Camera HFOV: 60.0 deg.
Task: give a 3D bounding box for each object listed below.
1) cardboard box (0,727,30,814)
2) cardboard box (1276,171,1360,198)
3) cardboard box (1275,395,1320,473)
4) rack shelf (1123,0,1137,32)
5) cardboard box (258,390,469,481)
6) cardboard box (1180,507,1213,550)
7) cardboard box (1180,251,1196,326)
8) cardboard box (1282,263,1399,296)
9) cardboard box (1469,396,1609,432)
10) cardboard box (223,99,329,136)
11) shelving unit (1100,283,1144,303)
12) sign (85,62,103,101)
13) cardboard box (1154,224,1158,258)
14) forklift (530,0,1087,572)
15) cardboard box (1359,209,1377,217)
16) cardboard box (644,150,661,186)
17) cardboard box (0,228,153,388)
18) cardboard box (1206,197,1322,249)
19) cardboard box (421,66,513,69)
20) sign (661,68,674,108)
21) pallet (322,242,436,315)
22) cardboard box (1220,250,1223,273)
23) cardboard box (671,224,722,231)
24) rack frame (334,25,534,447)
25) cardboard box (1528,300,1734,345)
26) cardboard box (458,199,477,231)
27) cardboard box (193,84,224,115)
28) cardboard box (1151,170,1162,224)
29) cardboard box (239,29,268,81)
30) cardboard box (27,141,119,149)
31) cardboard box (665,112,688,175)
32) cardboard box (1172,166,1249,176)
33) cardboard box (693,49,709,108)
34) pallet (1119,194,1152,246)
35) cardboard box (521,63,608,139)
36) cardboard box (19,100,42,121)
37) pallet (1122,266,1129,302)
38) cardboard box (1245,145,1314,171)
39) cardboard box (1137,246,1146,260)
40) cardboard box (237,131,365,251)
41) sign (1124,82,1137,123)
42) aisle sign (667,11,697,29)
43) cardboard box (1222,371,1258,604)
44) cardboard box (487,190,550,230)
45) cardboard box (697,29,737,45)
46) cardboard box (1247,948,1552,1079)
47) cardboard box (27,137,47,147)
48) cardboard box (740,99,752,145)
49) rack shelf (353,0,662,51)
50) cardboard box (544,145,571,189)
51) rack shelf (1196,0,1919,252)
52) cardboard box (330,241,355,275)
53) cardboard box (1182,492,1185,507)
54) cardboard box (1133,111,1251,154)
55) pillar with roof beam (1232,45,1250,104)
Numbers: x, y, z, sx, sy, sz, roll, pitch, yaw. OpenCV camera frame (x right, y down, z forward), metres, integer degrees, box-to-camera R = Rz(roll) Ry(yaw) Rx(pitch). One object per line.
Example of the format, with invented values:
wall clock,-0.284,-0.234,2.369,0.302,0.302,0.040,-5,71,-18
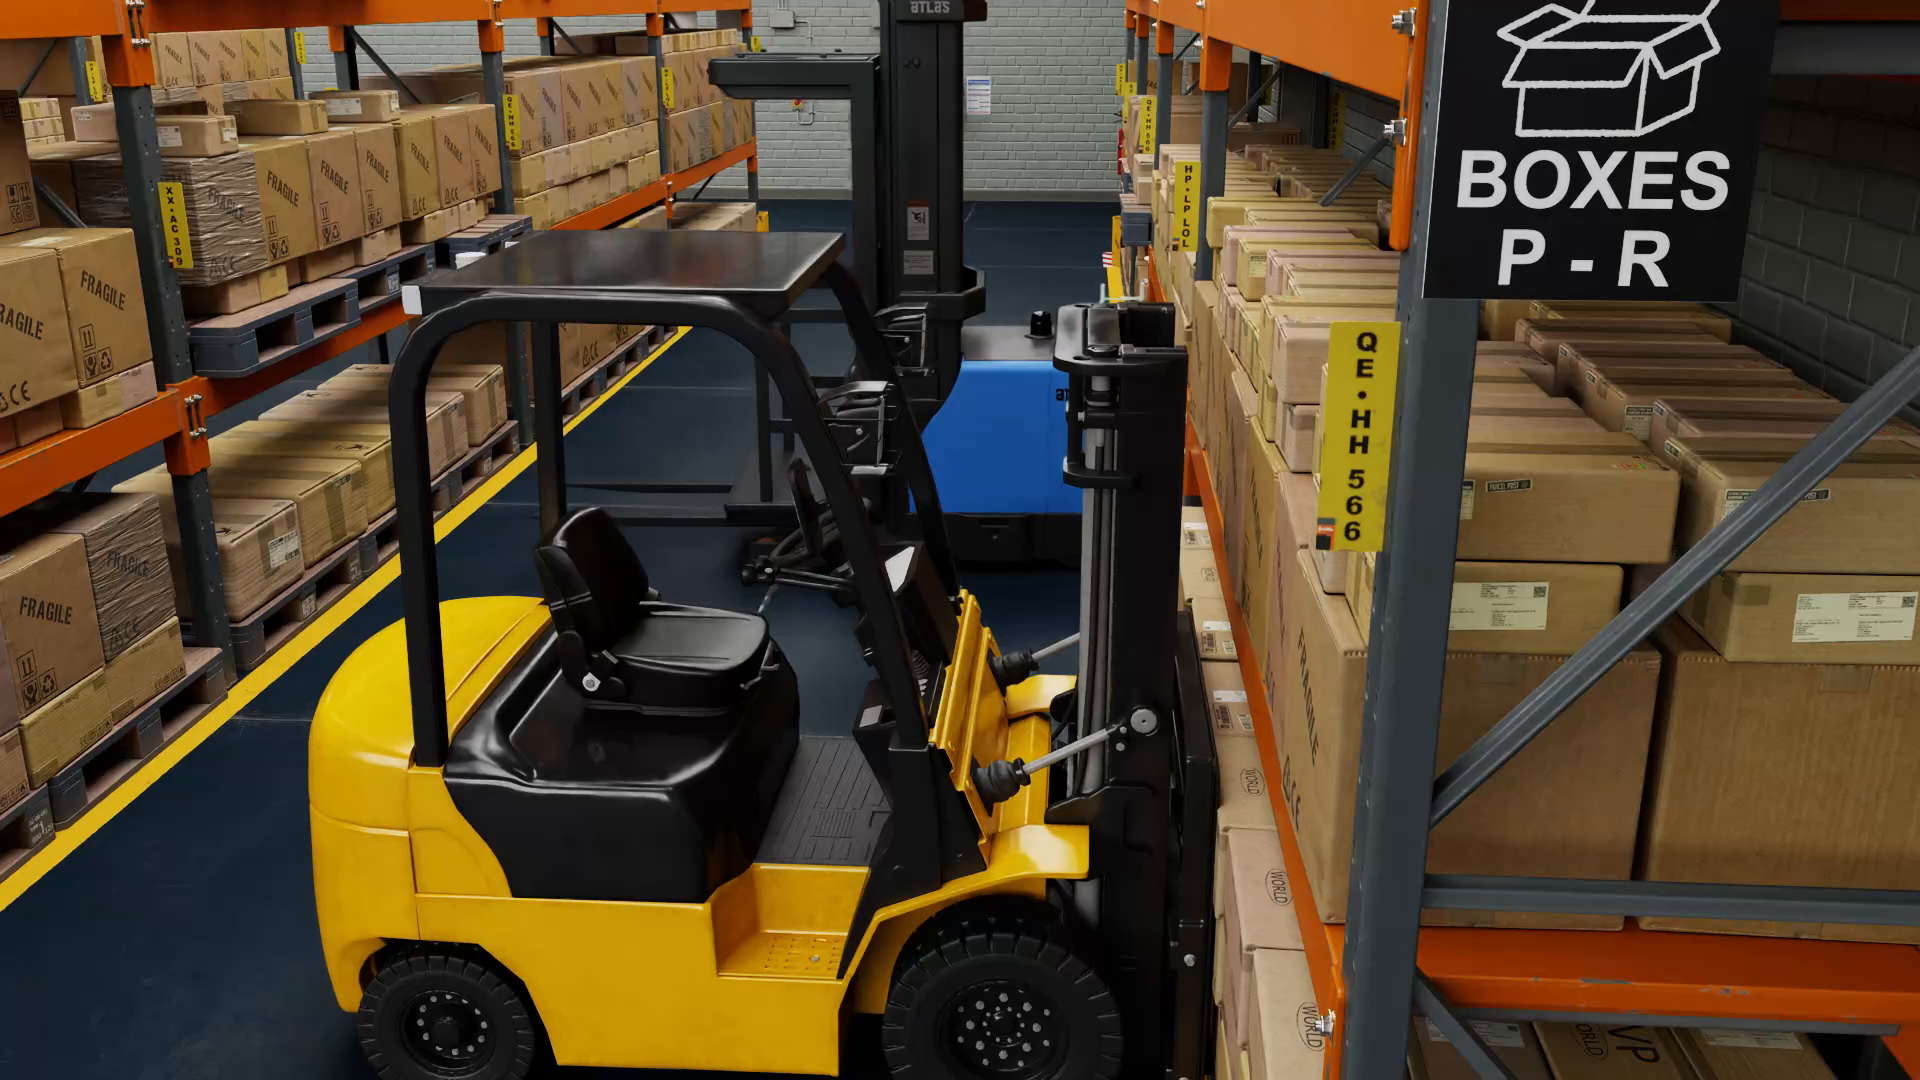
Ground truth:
cardboard box,-3.417,0.808,5.381,0.500,0.250,0.500,2,18,5
cardboard box,1.752,-1.718,8.146,0.380,0.149,0.250,2,18,5
cardboard box,0.906,-0.250,3.666,0.380,0.149,0.250,1,18,2
rack shelf,2.094,-4.892,15.373,1.077,0.370,4.000,1,18,4
cardboard box,-3.382,-0.601,9.484,0.950,0.372,0.625,1,18,3
cardboard box,1.030,0.073,6.019,0.500,0.250,0.500,1,18,3
cardboard box,1.158,-1.027,6.678,0.500,0.250,0.500,1,18,3
cardboard box,1.045,-0.627,4.341,0.380,0.149,0.250,1,18,4
cardboard box,0.893,-0.150,2.885,0.380,0.149,0.250,1,18,4
cardboard box,-3.212,-1.987,7.814,0.380,0.149,0.250,2,18,7
shelving unit,0.917,-0.774,9.224,0.258,1.200,0.503,-1,22,-4
sign,-7.391,-3.915,14.193,0.100,0.325,0.005,1,18,4
cardboard box,1.389,-1.741,9.660,0.500,0.250,0.500,1,18,4
forklift,-0.698,-1.397,8.478,3.031,2.935,1.130,0,18,1
cardboard box,1.688,-1.245,6.702,0.380,0.149,0.250,1,18,2
cardboard box,-2.781,-3.080,13.748,0.500,0.250,0.500,1,18,3
cardboard box,-3.357,-0.857,6.084,0.500,0.500,0.500,1,18,3
cardboard box,1.059,-1.107,5.805,0.380,0.149,0.250,2,18,5
cardboard box,-3.440,-3.057,11.669,0.500,0.500,0.500,1,18,4
sign,-2.458,-3.800,13.971,0.100,0.325,0.005,1,18,4
pallet,-3.388,-1.347,8.526,1.003,0.211,1.213,1,18,4
cardboard box,1.075,-0.885,5.603,0.380,0.149,0.250,2,18,5
cardboard box,-2.785,-2.749,15.937,0.875,0.438,0.875,1,18,2
rack frame,-3.287,-2.054,10.375,1.000,3.000,0.127,1,18,4
cardboard box,1.529,-0.458,3.823,0.380,0.149,0.250,1,18,3
cardboard box,-2.996,-1.863,9.521,0.380,0.149,0.250,1,18,3
cardboard box,-7.548,-4.190,16.253,0.500,0.500,0.500,2,18,7
cardboard box,1.364,-1.979,9.584,0.500,0.250,0.500,1,18,4
cardboard box,-7.479,-4.977,17.051,0.500,0.500,0.500,1,18,2
cardboard box,-3.735,-1.503,7.380,0.500,0.500,0.500,1,18,4
cardboard box,-2.705,-3.484,14.578,0.500,0.500,0.500,2,18,6
cardboard box,1.266,-1.807,8.418,0.380,0.149,0.250,2,18,5
cardboard box,-2.634,-4.277,15.393,0.500,0.500,0.500,2,18,5
pallet,1.643,-2.066,10.718,1.213,0.211,1.003,1,18,4
cardboard box,-2.890,-3.196,12.093,0.500,0.500,0.500,2,18,5
cardboard box,-7.797,-3.526,13.641,0.380,0.149,0.250,1,18,2
pallet,2.086,-2.455,16.077,1.003,0.211,1.213,1,18,4
cardboard box,1.843,-2.195,9.602,0.380,0.149,0.250,2,18,6
cardboard box,1.660,-2.402,13.733,0.380,0.149,0.250,2,18,7
cardboard box,-3.170,-1.649,7.824,0.500,0.500,0.500,1,18,4
sign,1.409,-3.608,13.727,0.100,0.325,0.005,1,18,4
aisle sign,-2.997,-5.803,17.641,0.394,0.787,0.004,1,18,4
cardboard box,0.972,-0.143,4.381,0.500,0.500,0.500,1,18,4
cardboard box,-3.001,-2.129,10.845,0.500,0.250,0.500,1,18,3
cardboard box,-2.468,-5.093,16.839,0.380,0.149,0.250,1,18,3
cardboard box,0.813,1.022,3.123,0.500,0.250,0.500,2,18,6
cardboard box,-7.794,-3.247,13.746,0.380,0.149,0.250,1,18,4
cardboard box,-2.484,-4.431,17.467,0.500,0.500,0.500,1,18,4
rack shelf,-3.144,-3.759,11.916,1.077,0.370,4.000,1,18,4
cardboard box,-2.966,-2.533,11.274,0.500,0.250,0.500,2,18,5
rack shelf,1.234,-1.165,3.999,1.077,0.370,4.000,1,18,4
cardboard box,-3.168,-1.380,8.045,0.380,0.149,0.250,1,18,4
cardboard box,1.467,-0.177,7.784,0.875,0.625,0.625,1,18,3
cardboard box,1.597,-2.704,11.519,0.797,0.503,0.637,1,18,3
pillar with roof beam,-0.964,-8.194,19.477,9.100,9.000,0.400,1,18,4
